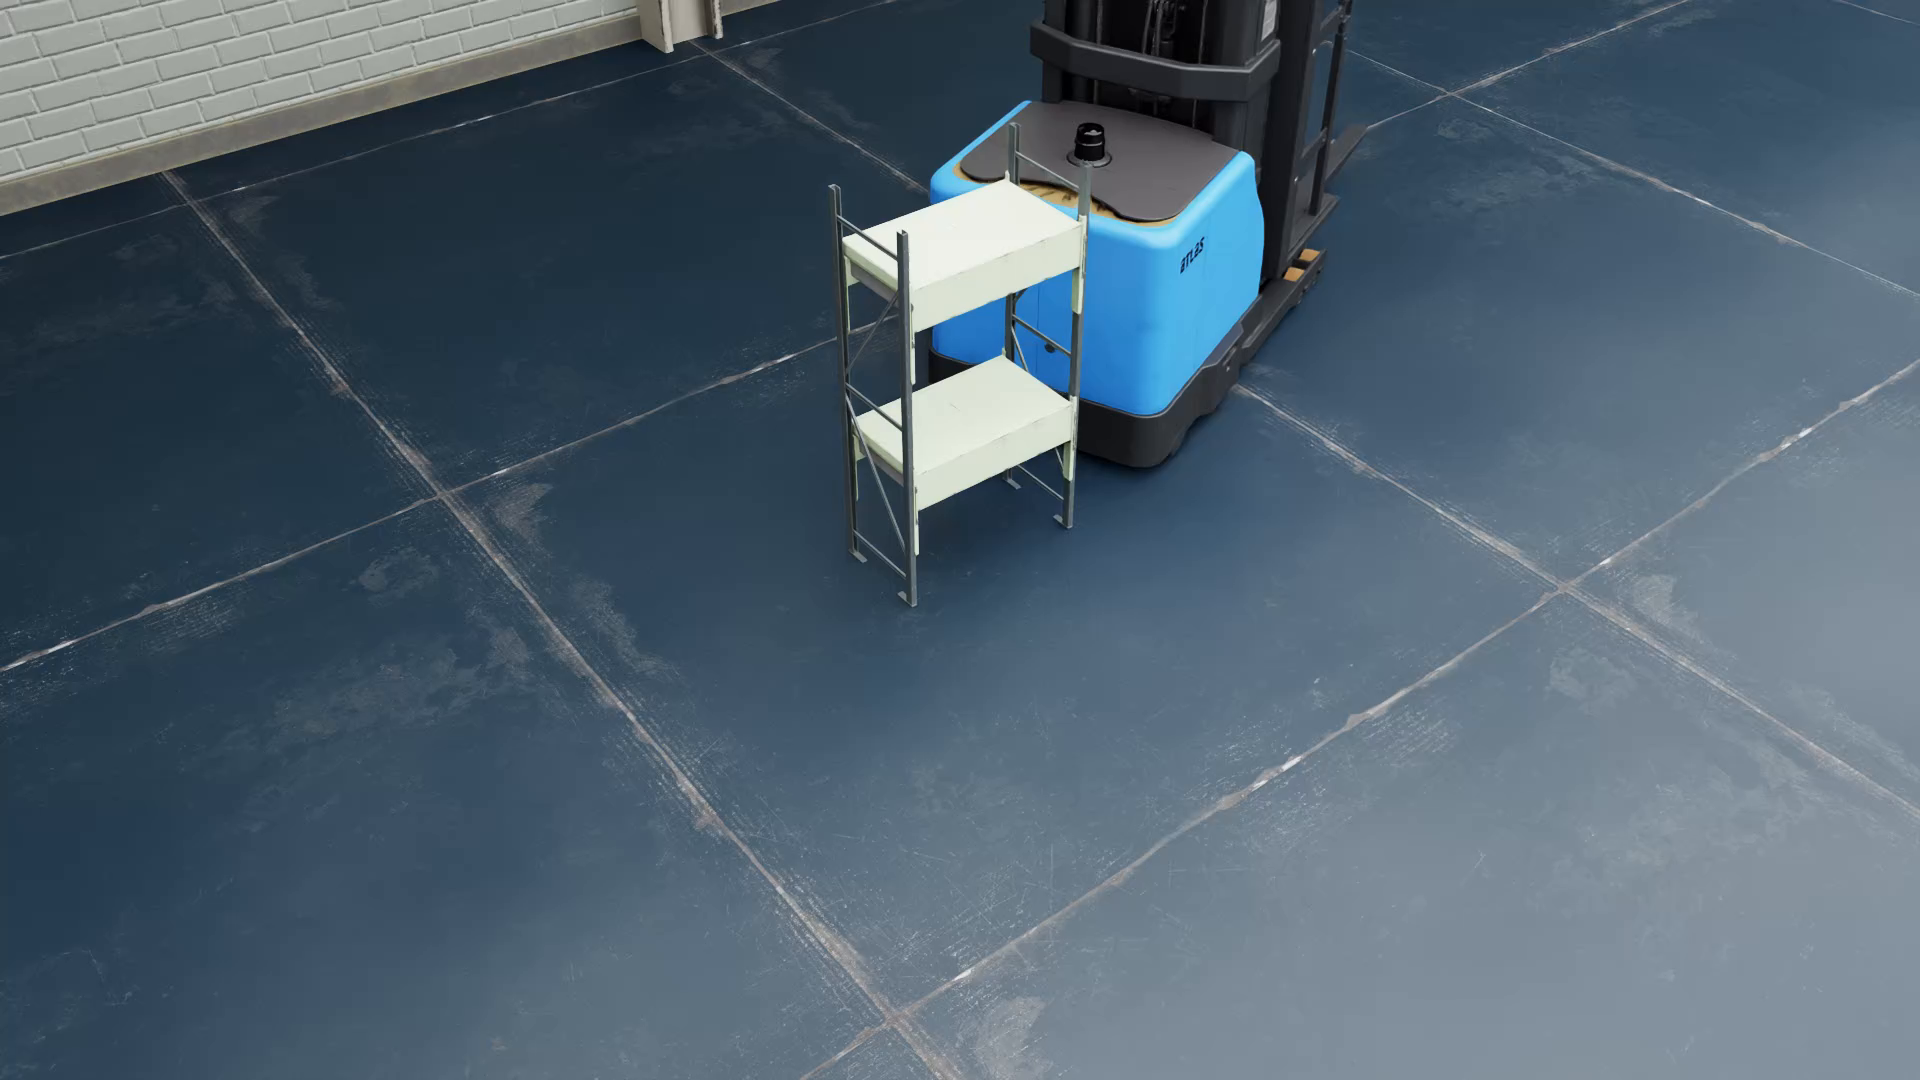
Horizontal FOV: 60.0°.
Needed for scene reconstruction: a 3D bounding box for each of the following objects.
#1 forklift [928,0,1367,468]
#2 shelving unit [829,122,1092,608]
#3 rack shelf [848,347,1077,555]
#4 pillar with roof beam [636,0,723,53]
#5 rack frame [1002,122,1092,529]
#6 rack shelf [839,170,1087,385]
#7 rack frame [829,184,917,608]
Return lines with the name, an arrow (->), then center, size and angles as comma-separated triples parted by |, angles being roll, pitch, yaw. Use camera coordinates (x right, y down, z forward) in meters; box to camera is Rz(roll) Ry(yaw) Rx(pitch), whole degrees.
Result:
forklift -> 1.034, -2.333, 6.783 | 1.130, 2.935, 3.031 | 20, 43, 22
shelving unit -> 0.005, -0.582, 5.777 | 0.755, 1.500, 0.431 | -26, 46, -28
rack shelf -> 0.005, -0.330, 5.984 | 0.720, 0.370, 0.431 | -26, 46, -28
pillar with roof beam -> 0.966, -4.313, 4.412 | 0.400, 9.000, 9.100 | -26, 46, -28
rack frame -> 0.295, -0.724, 5.950 | 0.023, 1.500, 0.400 | -26, 46, -28
rack shelf -> 0.005, -0.884, 5.530 | 0.720, 0.370, 0.431 | -26, 46, -28
rack frame -> -0.285, -0.441, 5.605 | 0.023, 1.500, 0.400 | -26, 46, -28
